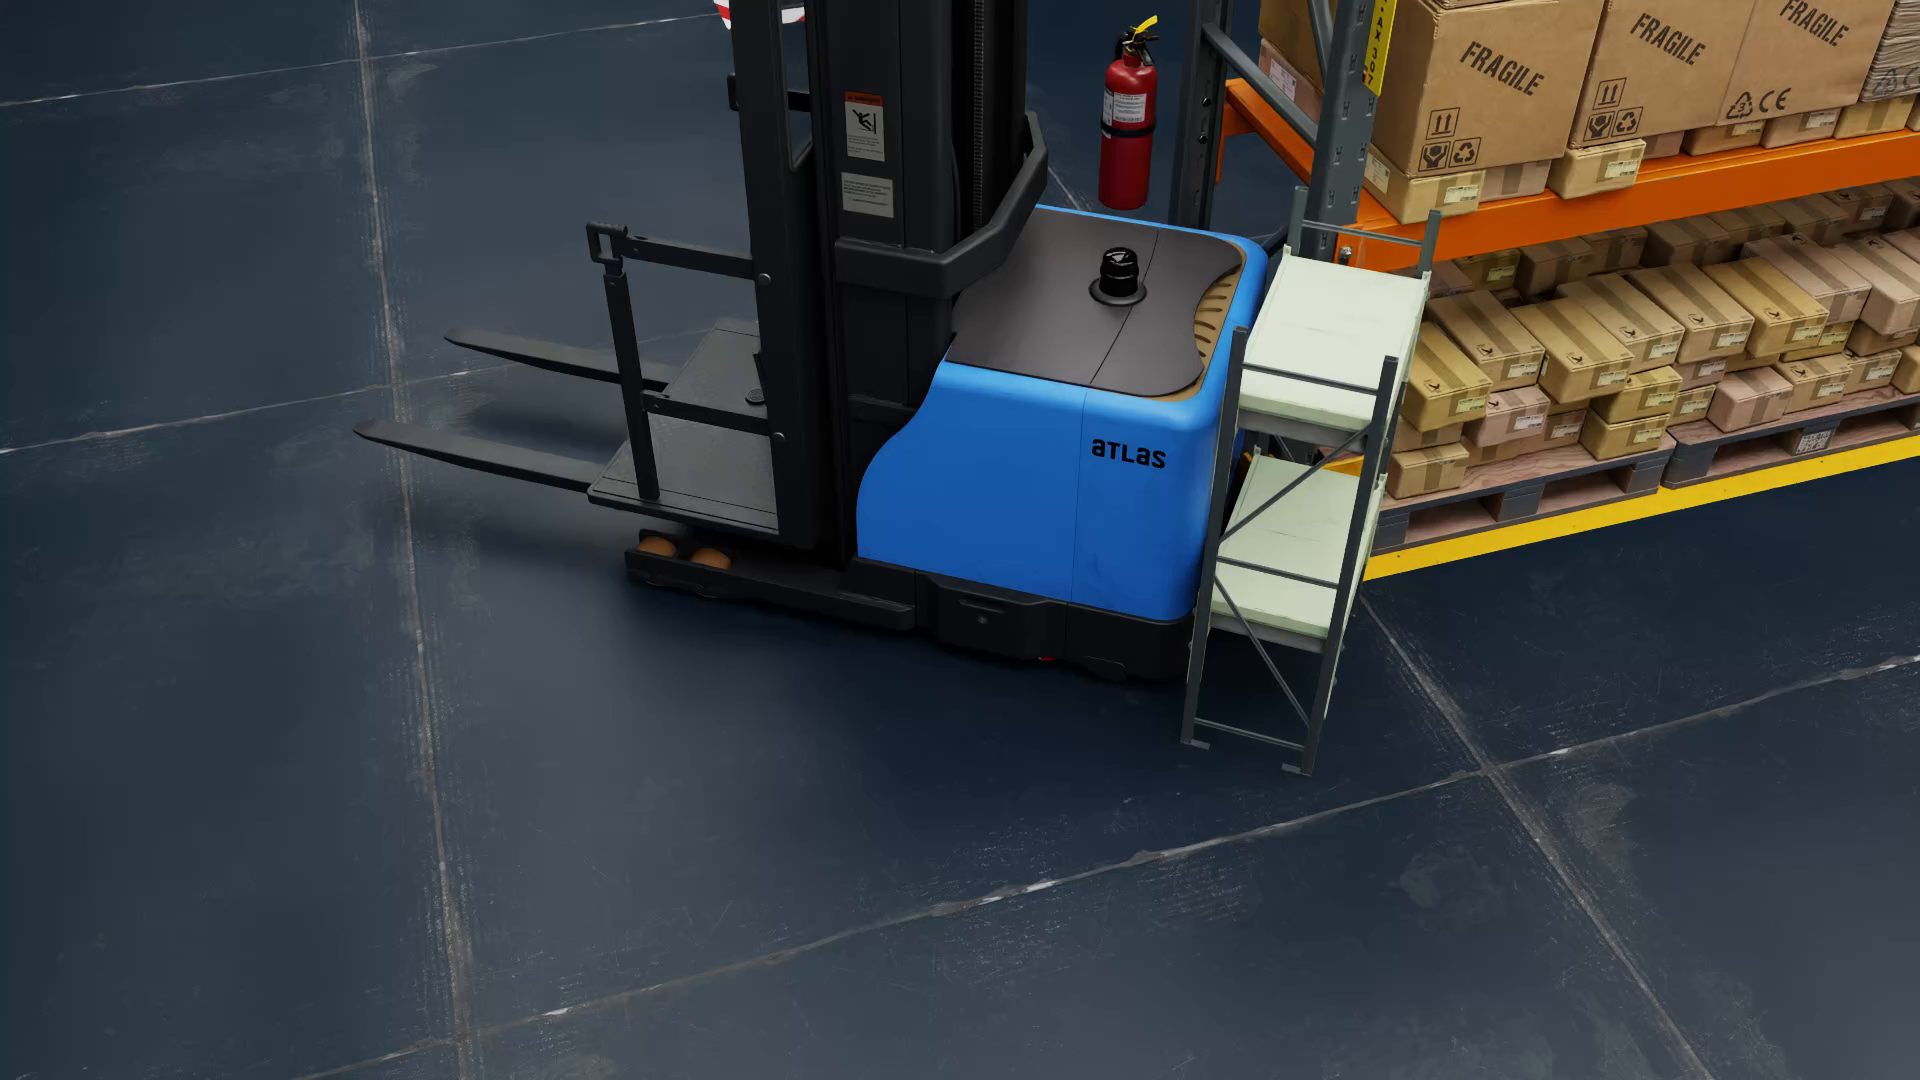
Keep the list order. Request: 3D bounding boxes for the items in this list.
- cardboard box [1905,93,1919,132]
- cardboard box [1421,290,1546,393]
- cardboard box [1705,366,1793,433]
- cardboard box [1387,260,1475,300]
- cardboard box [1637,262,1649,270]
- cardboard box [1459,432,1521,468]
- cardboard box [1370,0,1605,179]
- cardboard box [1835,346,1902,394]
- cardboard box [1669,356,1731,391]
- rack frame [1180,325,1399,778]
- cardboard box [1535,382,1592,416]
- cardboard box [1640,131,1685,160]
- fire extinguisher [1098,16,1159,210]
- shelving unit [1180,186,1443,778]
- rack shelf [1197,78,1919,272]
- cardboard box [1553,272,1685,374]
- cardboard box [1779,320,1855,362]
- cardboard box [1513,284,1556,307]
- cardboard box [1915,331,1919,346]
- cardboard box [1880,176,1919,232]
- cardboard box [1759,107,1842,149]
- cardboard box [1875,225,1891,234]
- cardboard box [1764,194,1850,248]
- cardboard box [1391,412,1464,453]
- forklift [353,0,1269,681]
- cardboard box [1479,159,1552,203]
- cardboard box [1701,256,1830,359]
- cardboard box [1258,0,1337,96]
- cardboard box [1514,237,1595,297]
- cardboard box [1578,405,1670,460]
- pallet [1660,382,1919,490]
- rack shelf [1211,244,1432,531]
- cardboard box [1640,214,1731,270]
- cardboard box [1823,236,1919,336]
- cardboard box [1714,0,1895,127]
[{"bbox_3d":[3.075,-1.481,5.356,0.250,0.149,0.380,-11,42,-12],"label":"cardboard box"},{"bbox_3d":[1.760,-0.672,5.634,0.250,0.149,0.380,-11,42,-12],"label":"cardboard box"},{"bbox_3d":[2.742,-0.573,5.974,0.250,0.149,0.380,-14,43,-15],"label":"cardboard box"},{"bbox_3d":[1.617,-0.928,5.928,0.250,0.149,0.380,-11,42,-12],"label":"cardboard box"},{"bbox_3d":[2.584,-1.076,6.323,0.250,0.149,0.380,-10,42,-11],"label":"cardboard box"},{"bbox_3d":[1.752,-0.433,5.813,0.250,0.149,0.380,-12,43,-13],"label":"cardboard box"},{"bbox_3d":[1.443,-1.408,4.779,0.500,0.500,0.500,-10,42,-11],"label":"cardboard box"},{"bbox_3d":[3.219,-0.712,6.133,0.250,0.149,0.380,-11,42,-12],"label":"cardboard box"},{"bbox_3d":[2.495,-0.699,5.892,0.250,0.149,0.380,-14,43,-15],"label":"cardboard box"},{"bbox_3d":[0.858,0.091,4.506,0.400,1.500,0.023,14,43,15],"label":"rack frame"},{"bbox_3d":[1.993,-0.604,5.783,0.250,0.149,0.380,-11,42,-13],"label":"cardboard box"},{"bbox_3d":[2.048,-1.339,5.194,0.250,0.149,0.380,-10,42,-11],"label":"cardboard box"},{"bbox_3d":[0.553,-1.413,5.430,0.183,0.674,0.296,-12,42,-13],"label":"fire extinguisher"},{"bbox_3d":[0.985,-0.135,4.765,0.431,1.500,0.755,14,43,15],"label":"shelving unit"},{"bbox_3d":[2.839,-1.467,5.696,4.000,0.370,1.077,-12,42,-13],"label":"rack shelf"},{"bbox_3d":[2.251,-0.742,5.715,0.250,0.149,0.380,-14,43,-15],"label":"cardboard box"},{"bbox_3d":[3.002,-0.826,6.037,0.250,0.149,0.380,-10,42,-11],"label":"cardboard box"},{"bbox_3d":[2.132,-0.915,6.139,0.250,0.149,0.380,-12,43,-14],"label":"cardboard box"},{"bbox_3d":[3.531,-0.892,6.113,0.250,0.149,0.380,-11,42,-12],"label":"cardboard box"},{"bbox_3d":[3.607,-1.340,6.399,0.250,0.149,0.380,-13,43,-14],"label":"cardboard box"},{"bbox_3d":[2.558,-1.409,5.273,0.250,0.149,0.380,-12,43,-14],"label":"cardboard box"},{"bbox_3d":[3.610,-1.230,6.500,0.250,0.149,0.380,-14,43,-15],"label":"cardboard box"},{"bbox_3d":[3.105,-1.235,6.279,0.250,0.149,0.380,-13,43,-15],"label":"cardboard box"},{"bbox_3d":[1.508,-0.482,5.643,0.250,0.149,0.380,-10,42,-11],"label":"cardboard box"},{"bbox_3d":[-0.597,-1.205,4.950,3.031,2.867,1.129,12,43,13],"label":"forklift"},{"bbox_3d":[1.569,-1.183,5.015,0.250,0.149,0.380,-10,42,-12],"label":"cardboard box"},{"bbox_3d":[2.783,-0.814,5.797,0.250,0.149,0.380,-11,42,-12],"label":"cardboard box"},{"bbox_3d":[1.283,-1.743,5.163,0.500,0.500,0.500,-11,42,-12],"label":"cardboard box"},{"bbox_3d":[2.092,-1.071,6.091,0.250,0.149,0.380,-13,43,-15],"label":"cardboard box"},{"bbox_3d":[2.264,-0.468,5.854,0.250,0.149,0.380,-11,42,-13],"label":"cardboard box"},{"bbox_3d":[2.951,-0.685,6.373,1.213,0.211,1.003,-12,42,-13],"label":"pallet"},{"bbox_3d":[0.985,-0.429,4.508,0.431,0.370,0.720,14,43,15],"label":"rack shelf"},{"bbox_3d":[2.616,-1.141,6.172,0.250,0.149,0.380,-13,43,-14],"label":"cardboard box"},{"bbox_3d":[3.264,-0.904,5.901,0.250,0.149,0.380,-13,43,-15],"label":"cardboard box"},{"bbox_3d":[2.417,-1.618,5.020,0.500,0.500,0.500,-11,42,-12],"label":"cardboard box"}]
